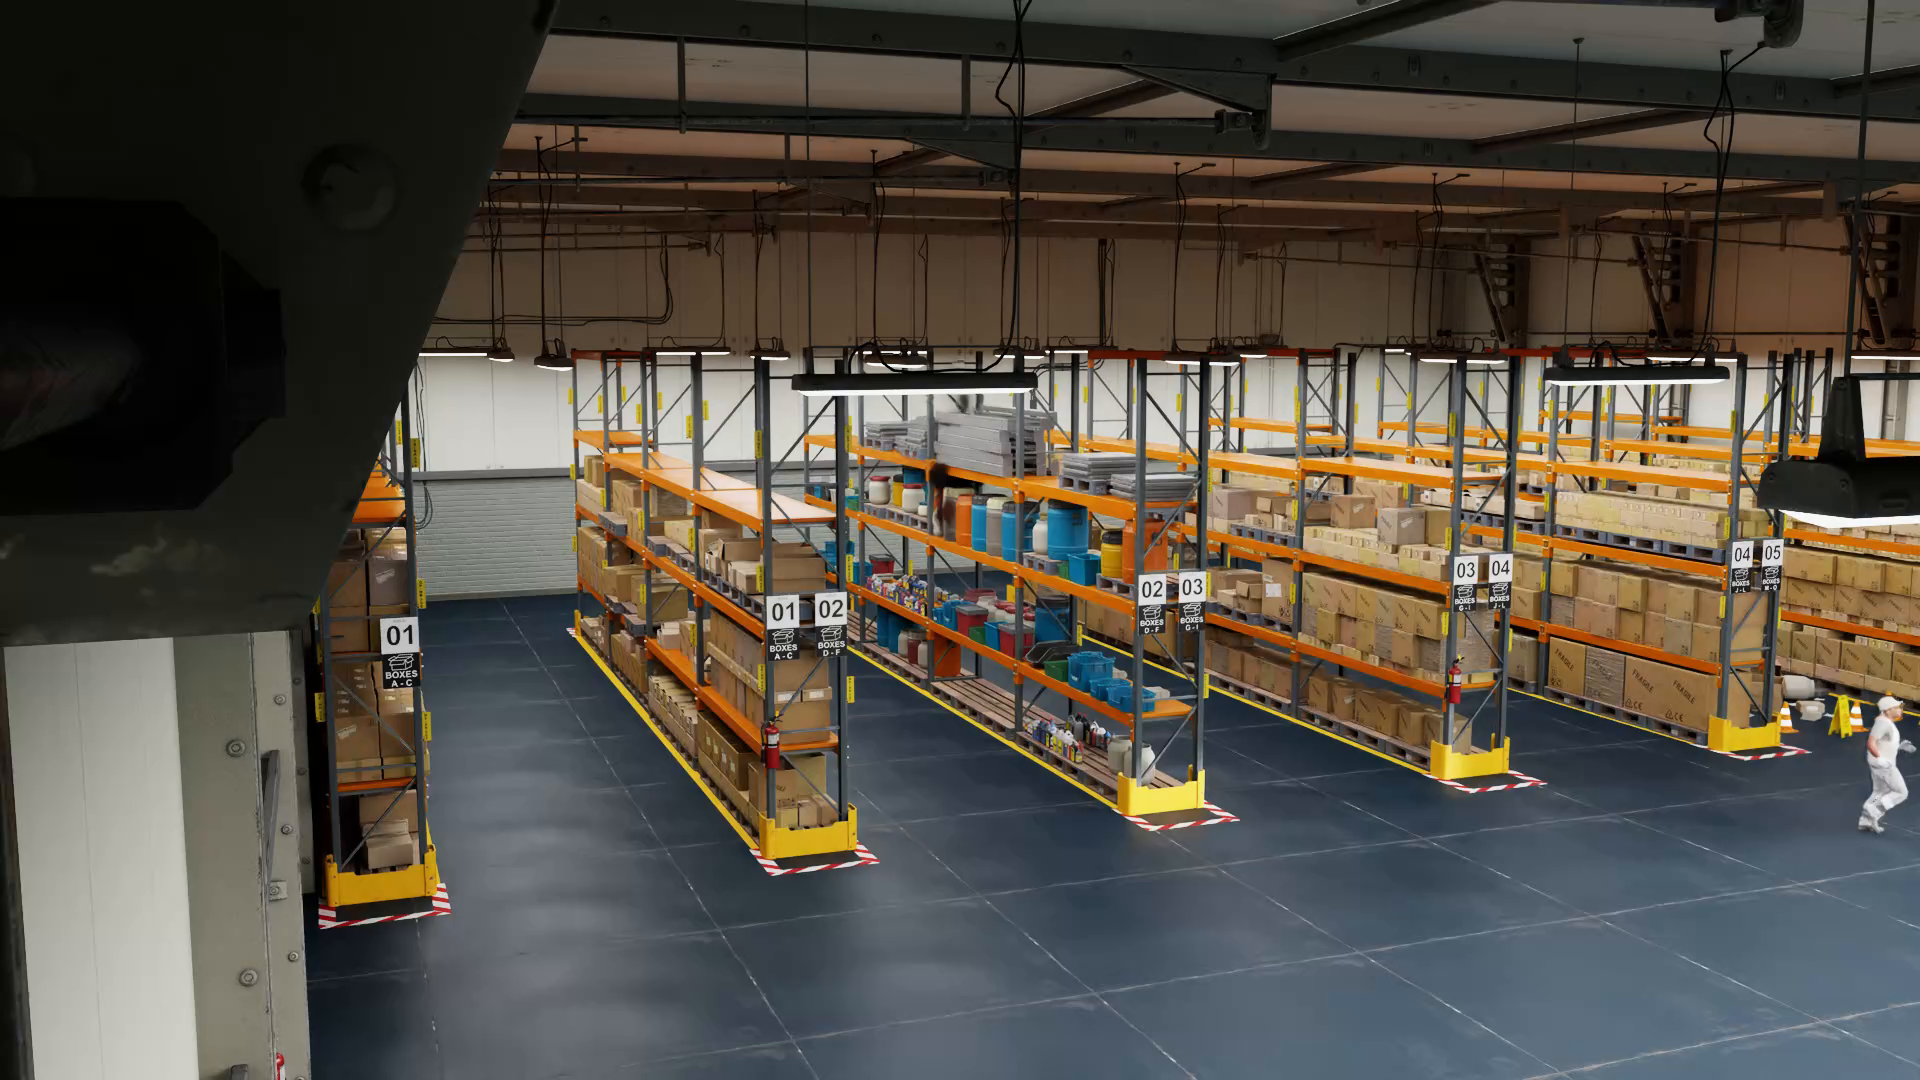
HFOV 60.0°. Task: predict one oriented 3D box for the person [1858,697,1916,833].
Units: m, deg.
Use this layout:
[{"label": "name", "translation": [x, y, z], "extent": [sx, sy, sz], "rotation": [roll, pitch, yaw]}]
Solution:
[{"label": "person", "translation": [11.755, 2.843, 21.041], "extent": [0.612, 1.748, 0.631], "rotation": [3, 8, 21]}]
